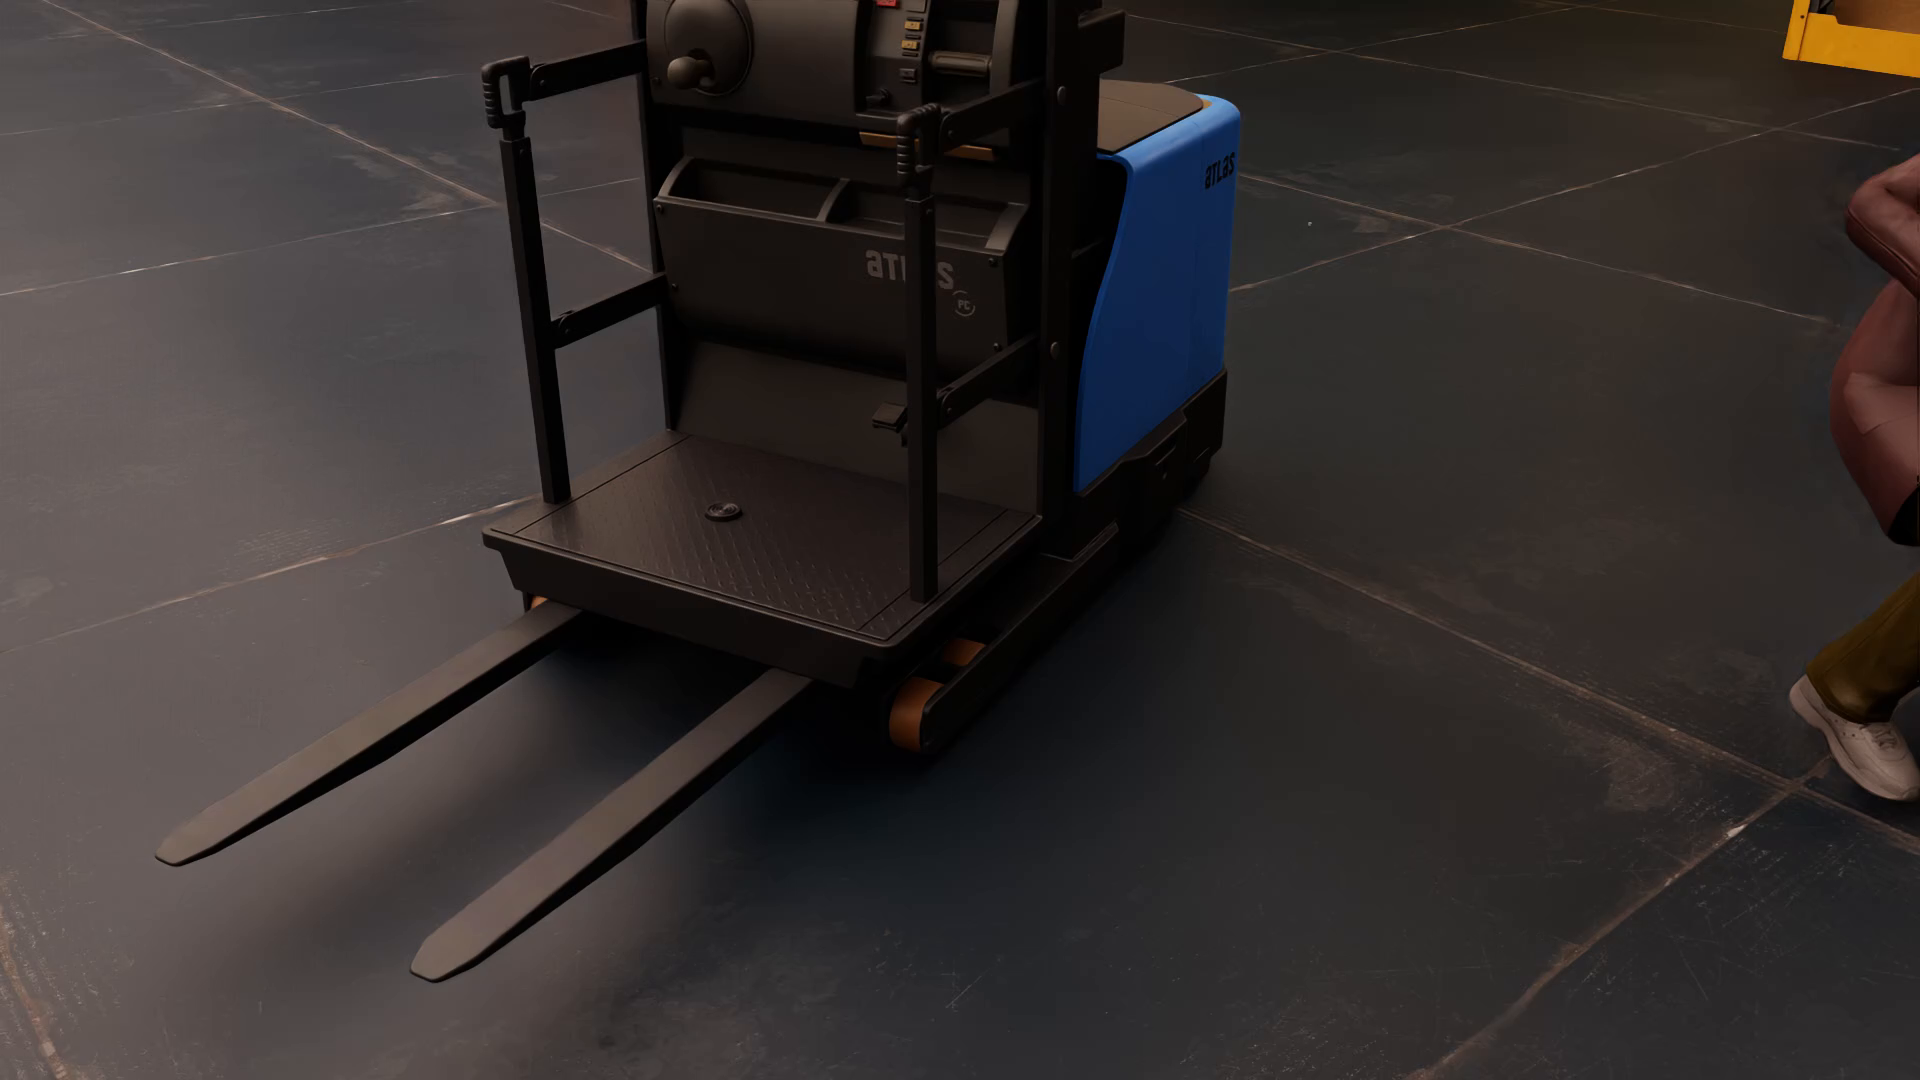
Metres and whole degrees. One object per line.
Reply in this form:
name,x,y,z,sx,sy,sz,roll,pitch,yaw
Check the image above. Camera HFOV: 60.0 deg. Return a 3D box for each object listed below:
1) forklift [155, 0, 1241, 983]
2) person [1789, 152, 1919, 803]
forklift,-0.380,-1.081,3.383,1.130,2.935,3.031,14,30,26
person,2.123,-0.174,3.209,0.846,1.526,0.910,-7,27,-13
